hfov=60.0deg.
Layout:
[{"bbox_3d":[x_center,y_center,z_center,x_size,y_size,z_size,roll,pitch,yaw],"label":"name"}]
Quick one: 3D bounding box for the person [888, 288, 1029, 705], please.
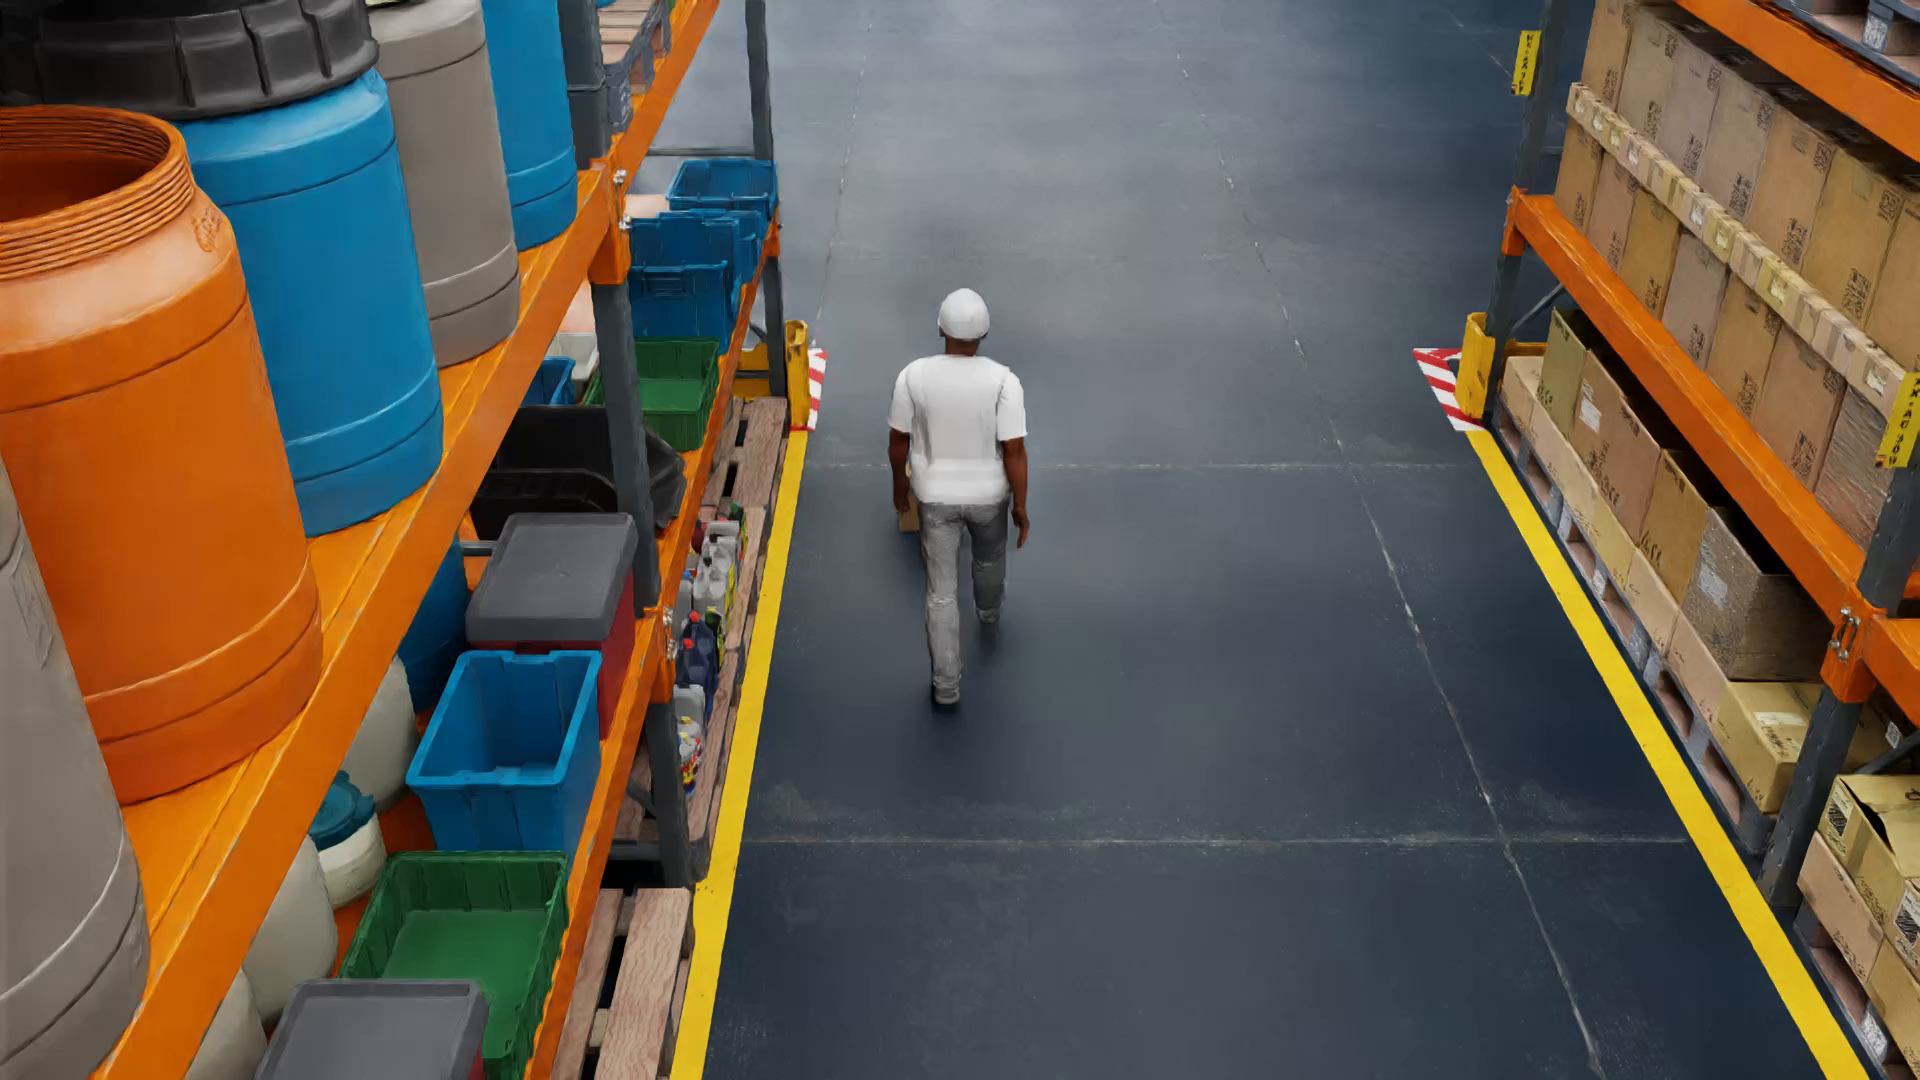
[{"bbox_3d":[-0.004,-0.252,7.035,0.593,1.725,0.955,1,31,1],"label":"person"}]
